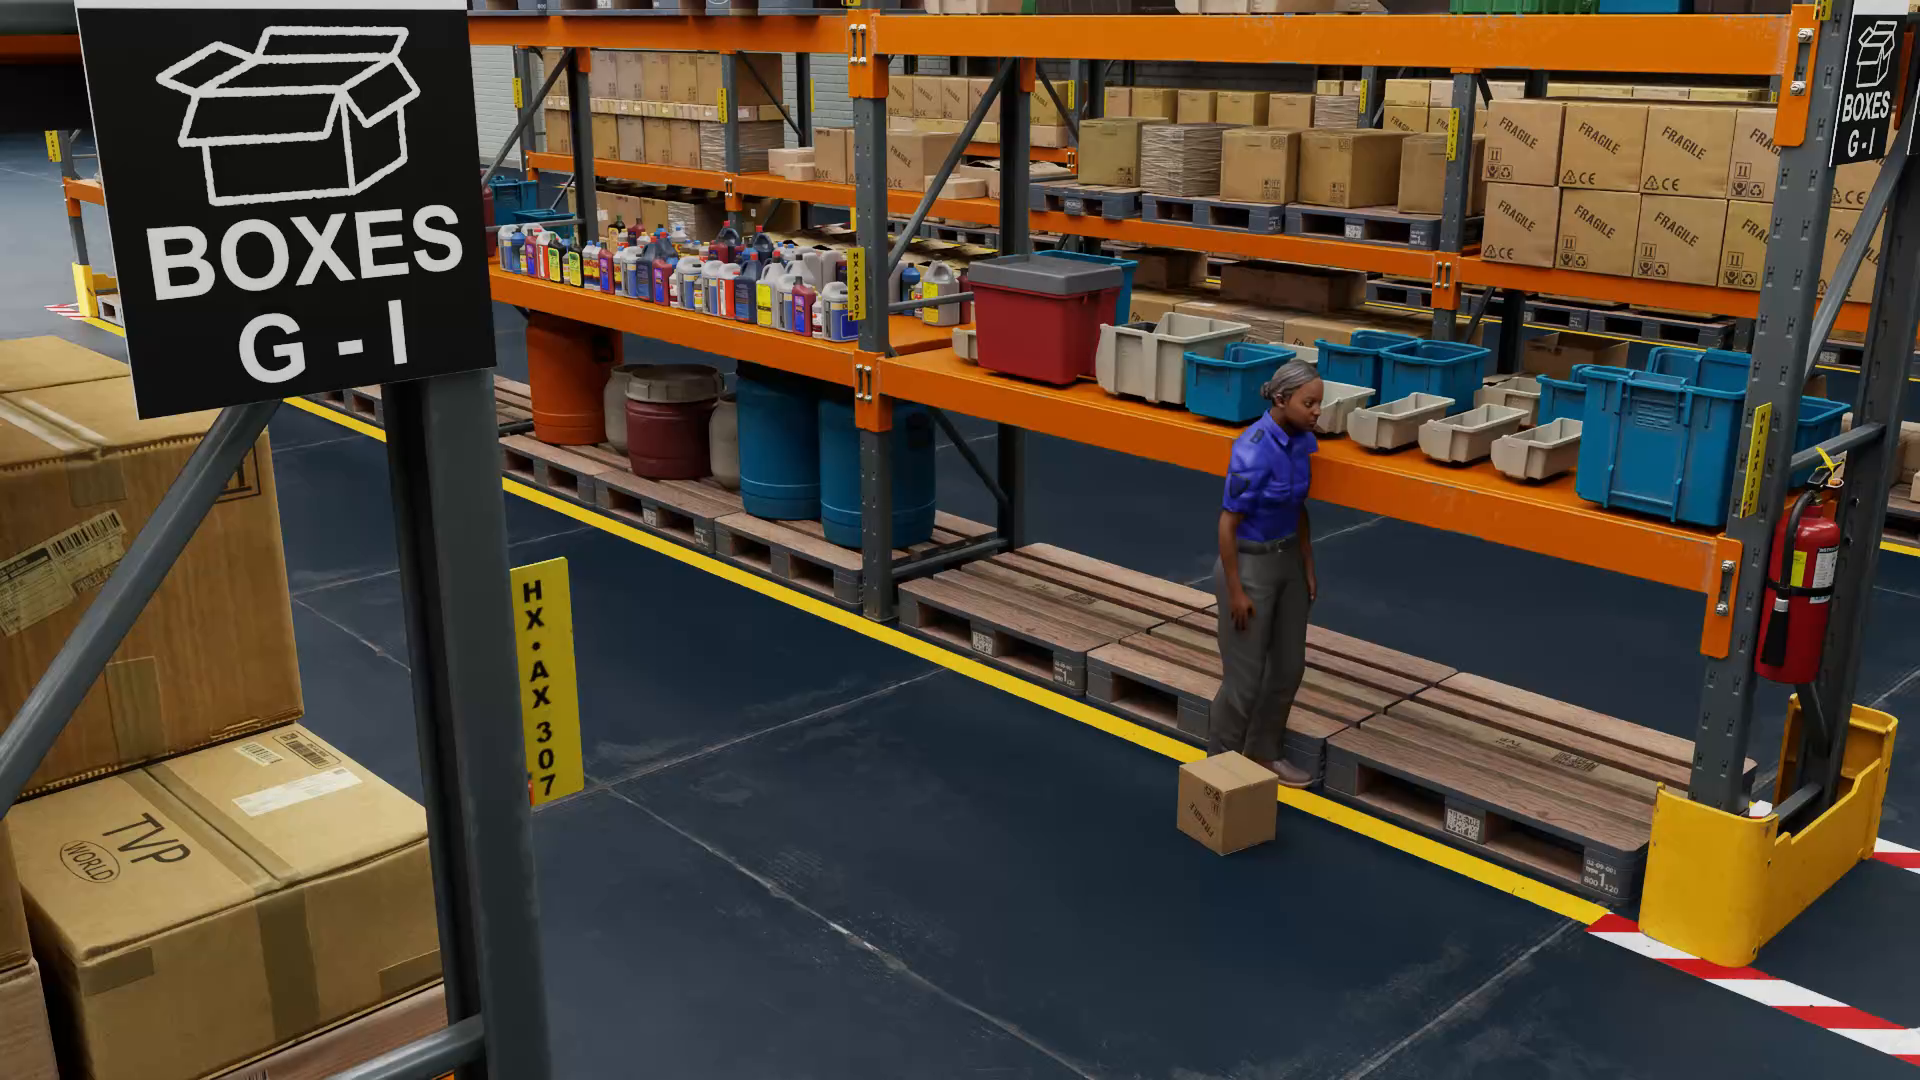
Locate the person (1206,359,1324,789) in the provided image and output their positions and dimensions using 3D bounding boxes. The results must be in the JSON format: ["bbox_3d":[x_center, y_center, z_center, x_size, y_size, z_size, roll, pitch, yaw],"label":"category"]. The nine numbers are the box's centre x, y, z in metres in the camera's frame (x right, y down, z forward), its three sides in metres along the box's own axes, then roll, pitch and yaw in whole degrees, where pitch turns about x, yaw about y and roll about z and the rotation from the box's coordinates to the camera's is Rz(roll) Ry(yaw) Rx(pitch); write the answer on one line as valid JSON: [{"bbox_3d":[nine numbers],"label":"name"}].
[{"bbox_3d":[1.123,0.149,6.082,0.507,1.655,0.349,-16,23,-41],"label":"person"}]
